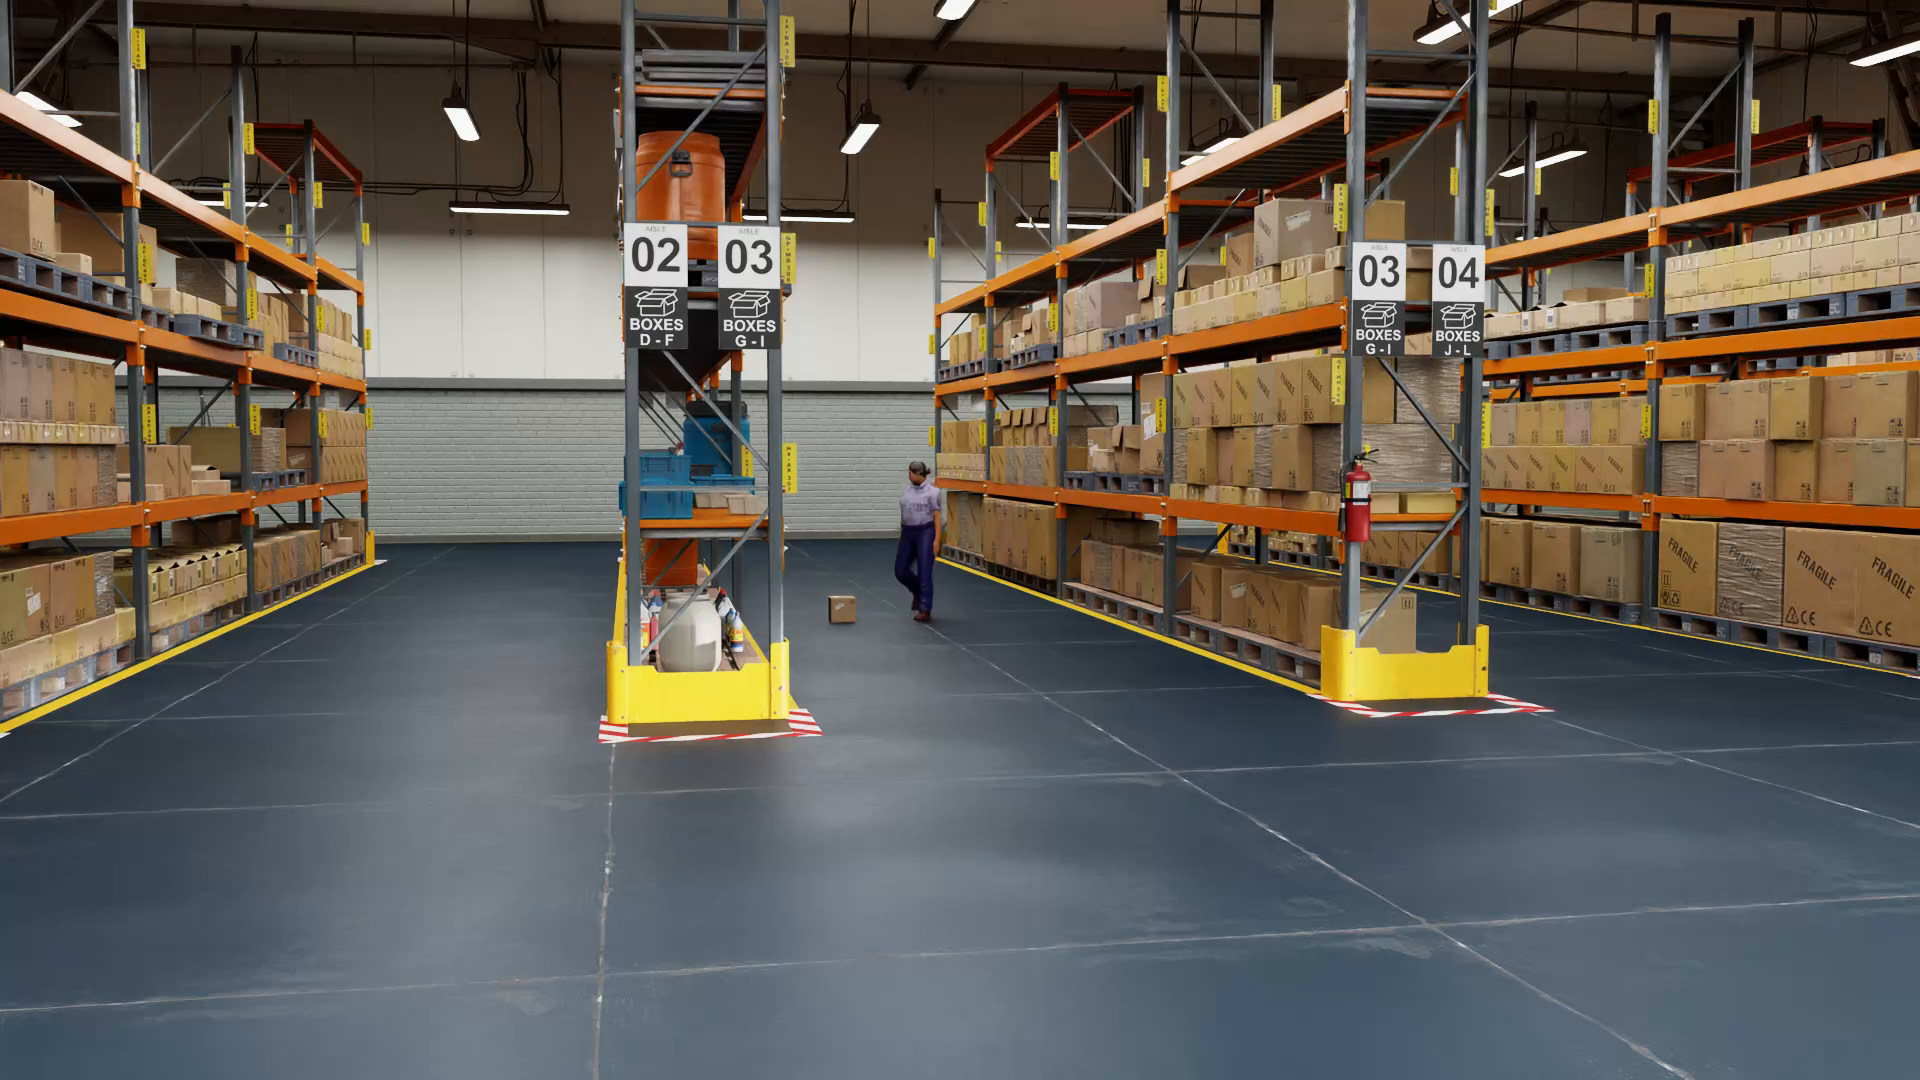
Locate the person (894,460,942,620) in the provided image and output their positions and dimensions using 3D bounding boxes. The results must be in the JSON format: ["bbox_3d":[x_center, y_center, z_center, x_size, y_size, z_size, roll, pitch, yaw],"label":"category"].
[{"bbox_3d":[-0.404,-0.010,17.295,0.512,1.635,0.672,2,4,34],"label":"person"}]
